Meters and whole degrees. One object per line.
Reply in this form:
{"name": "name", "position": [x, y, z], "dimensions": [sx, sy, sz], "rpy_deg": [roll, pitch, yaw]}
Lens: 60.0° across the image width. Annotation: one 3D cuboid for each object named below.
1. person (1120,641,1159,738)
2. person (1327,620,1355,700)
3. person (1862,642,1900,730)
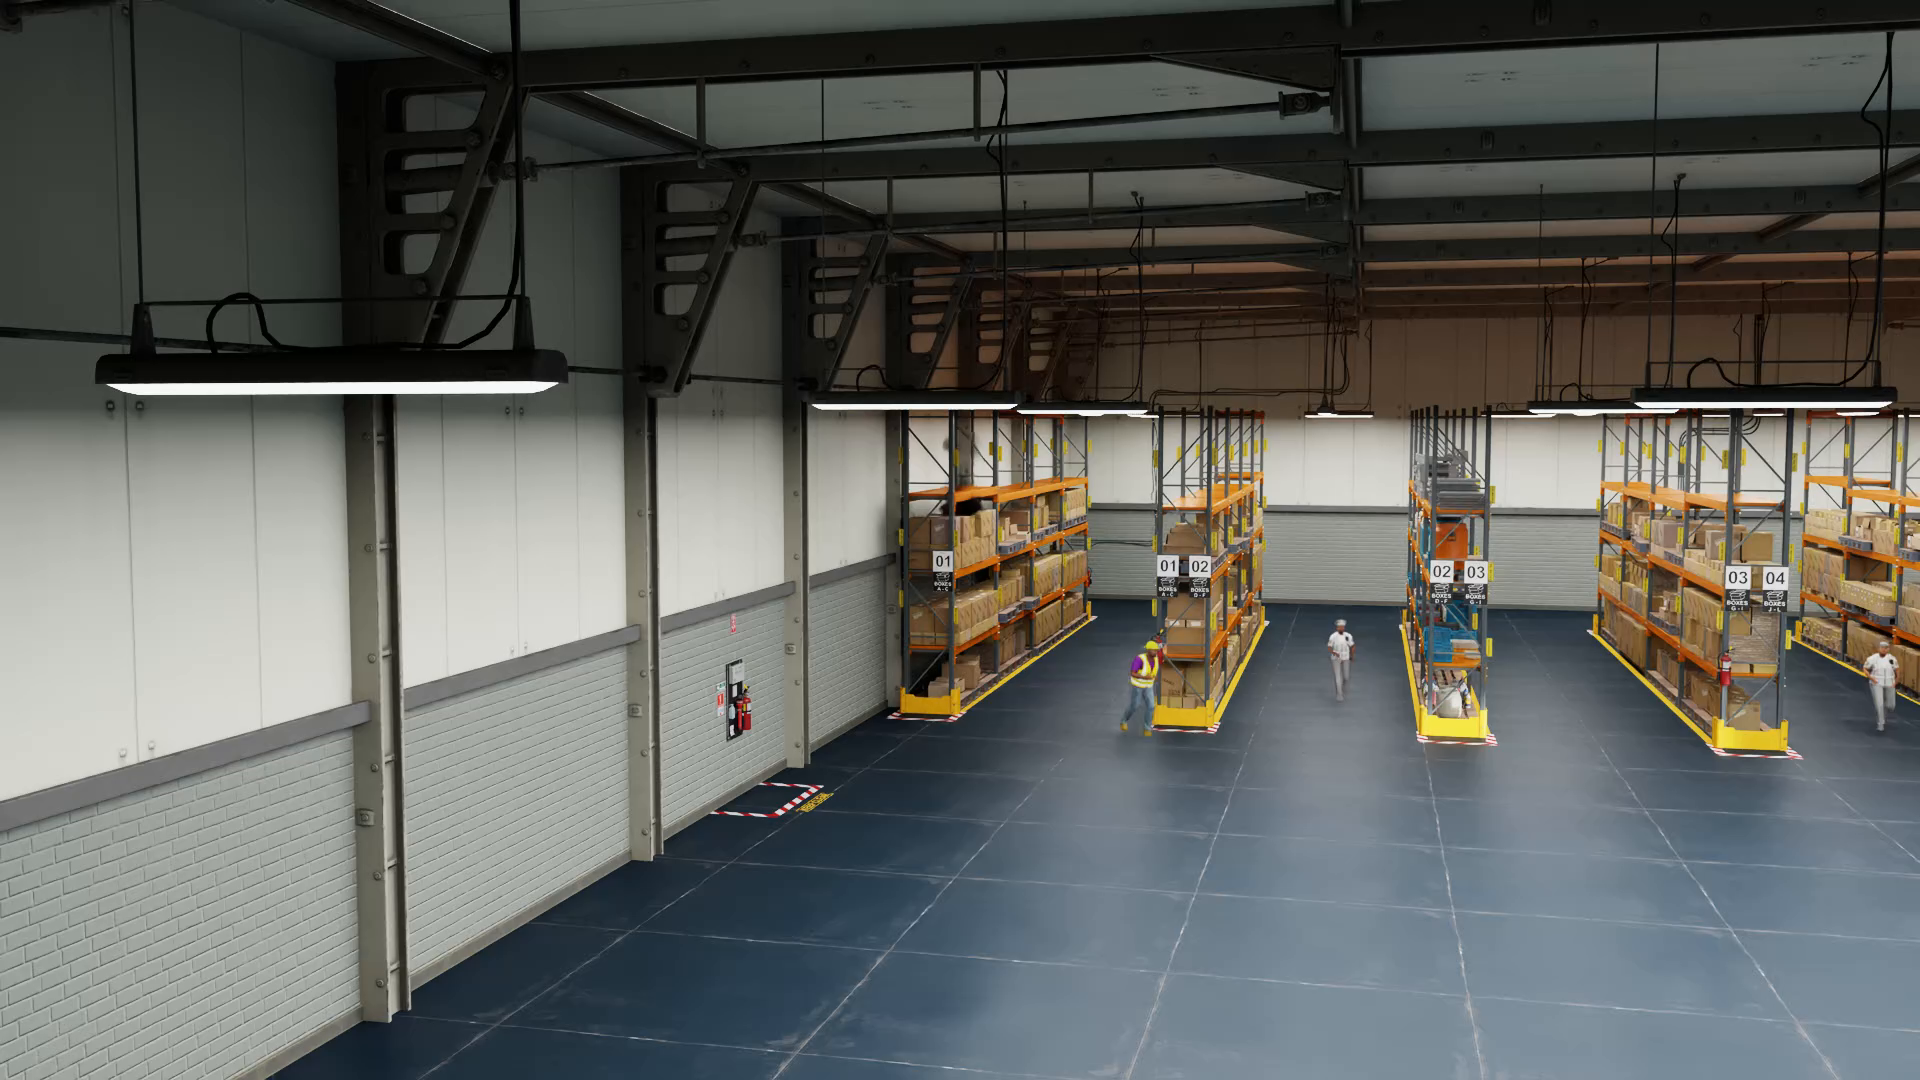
{"name": "person", "position": [3.334, 2.716, 30.341], "dimensions": [0.768, 1.795, 0.870], "rpy_deg": [-3, 5, -34]}
{"name": "person", "position": [7.816, 2.460, 34.051], "dimensions": [0.570, 1.655, 0.529], "rpy_deg": [1, 4, 7]}
{"name": "person", "position": [17.188, 2.707, 31.024], "dimensions": [0.631, 1.636, 0.618], "rpy_deg": [1, 4, 13]}
